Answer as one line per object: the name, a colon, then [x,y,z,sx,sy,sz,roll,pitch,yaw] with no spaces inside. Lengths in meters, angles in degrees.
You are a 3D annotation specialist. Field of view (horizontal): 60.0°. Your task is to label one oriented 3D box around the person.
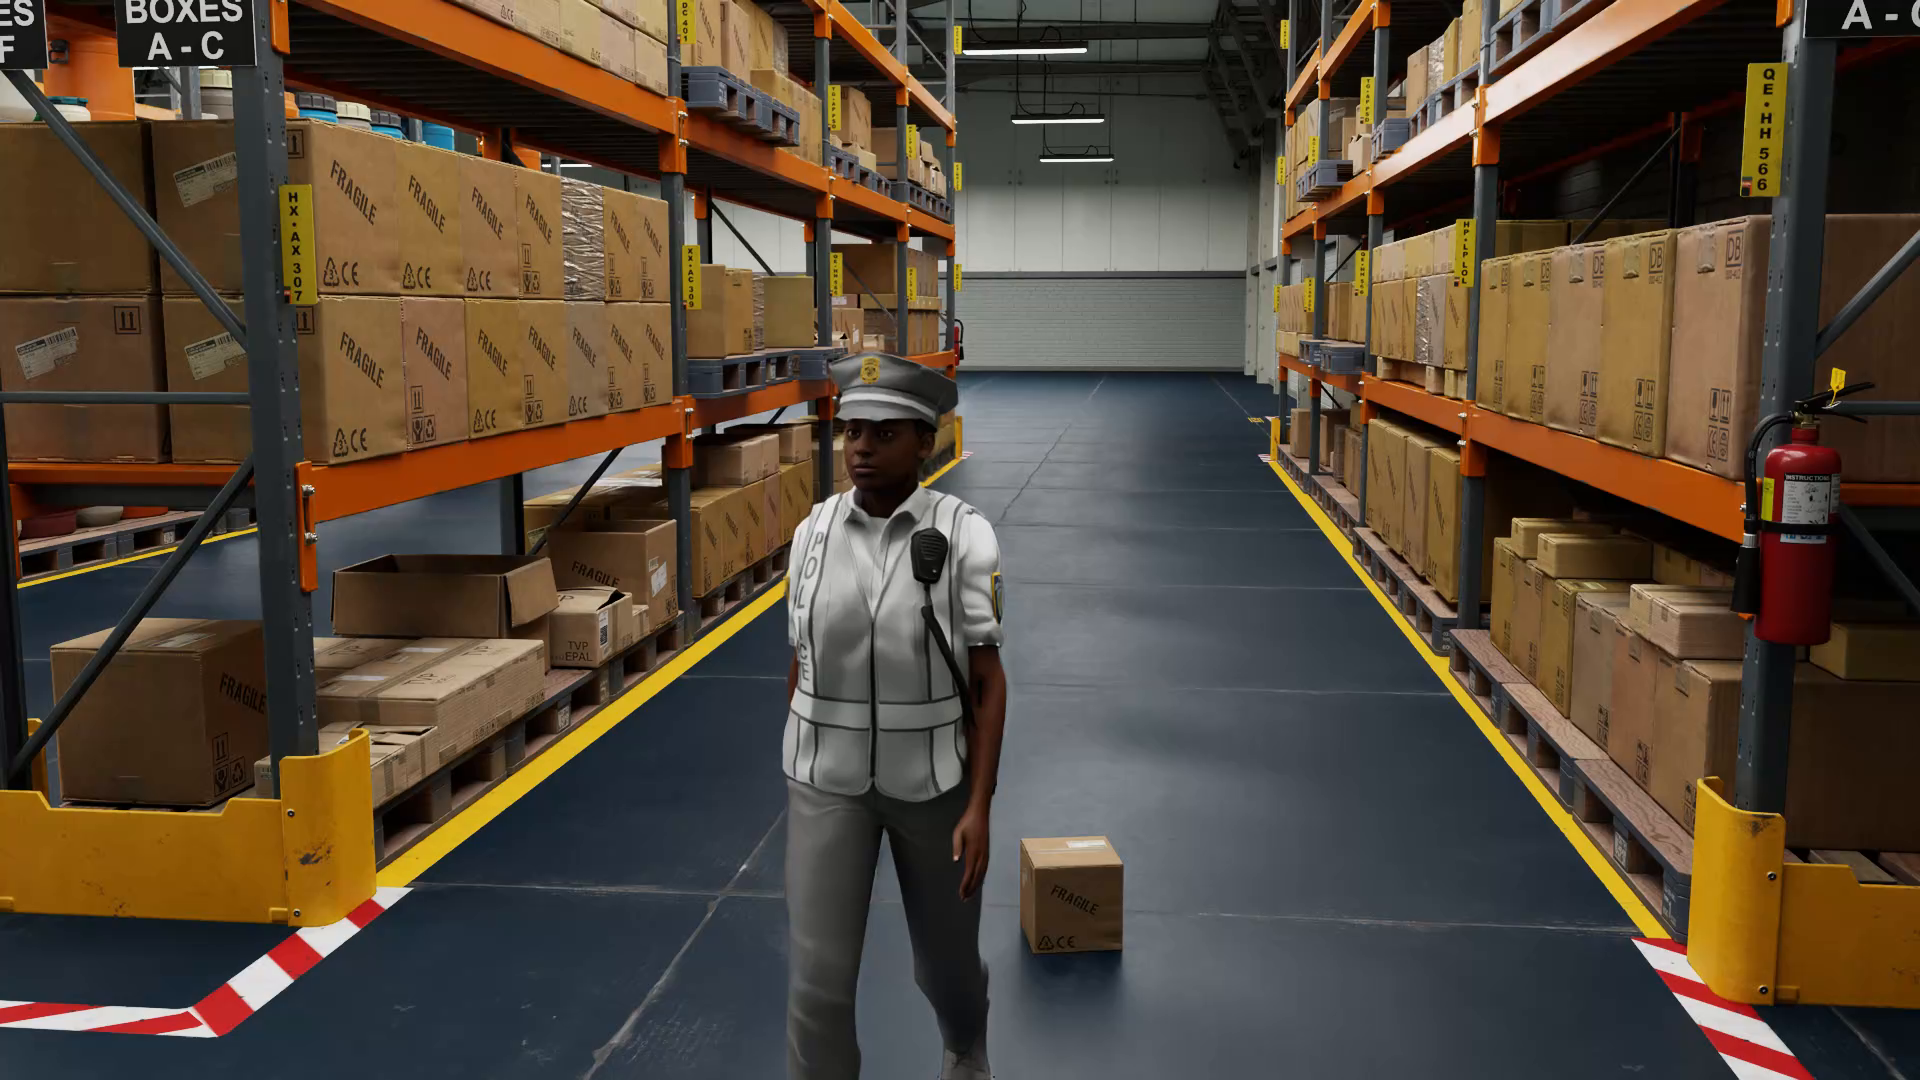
person: [-0.132,0.463,3.198,0.433,1.647,0.893,1,8,8]
